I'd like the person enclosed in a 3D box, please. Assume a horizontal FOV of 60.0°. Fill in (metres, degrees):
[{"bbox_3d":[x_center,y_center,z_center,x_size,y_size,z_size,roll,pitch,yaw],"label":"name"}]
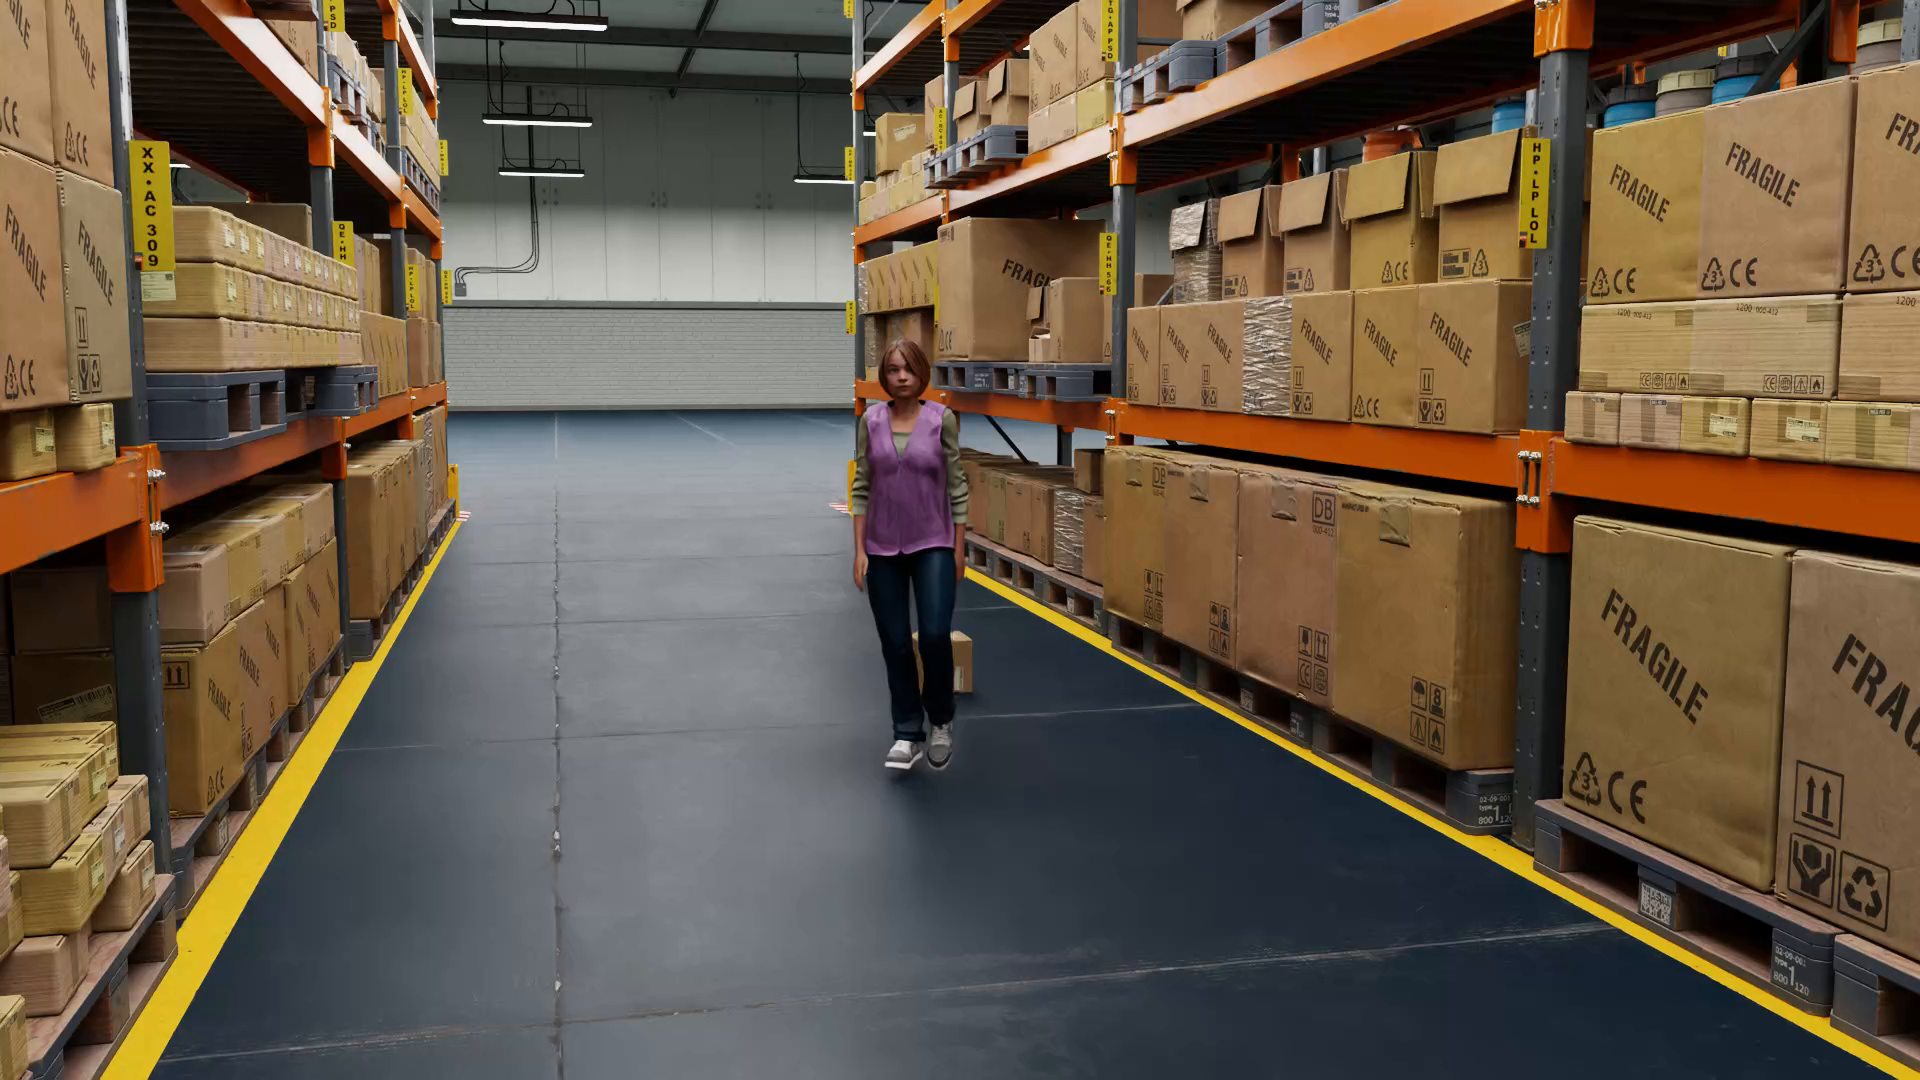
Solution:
[{"bbox_3d":[-0.189,0.062,6.094,0.422,1.598,0.399,1,6,11],"label":"person"}]
